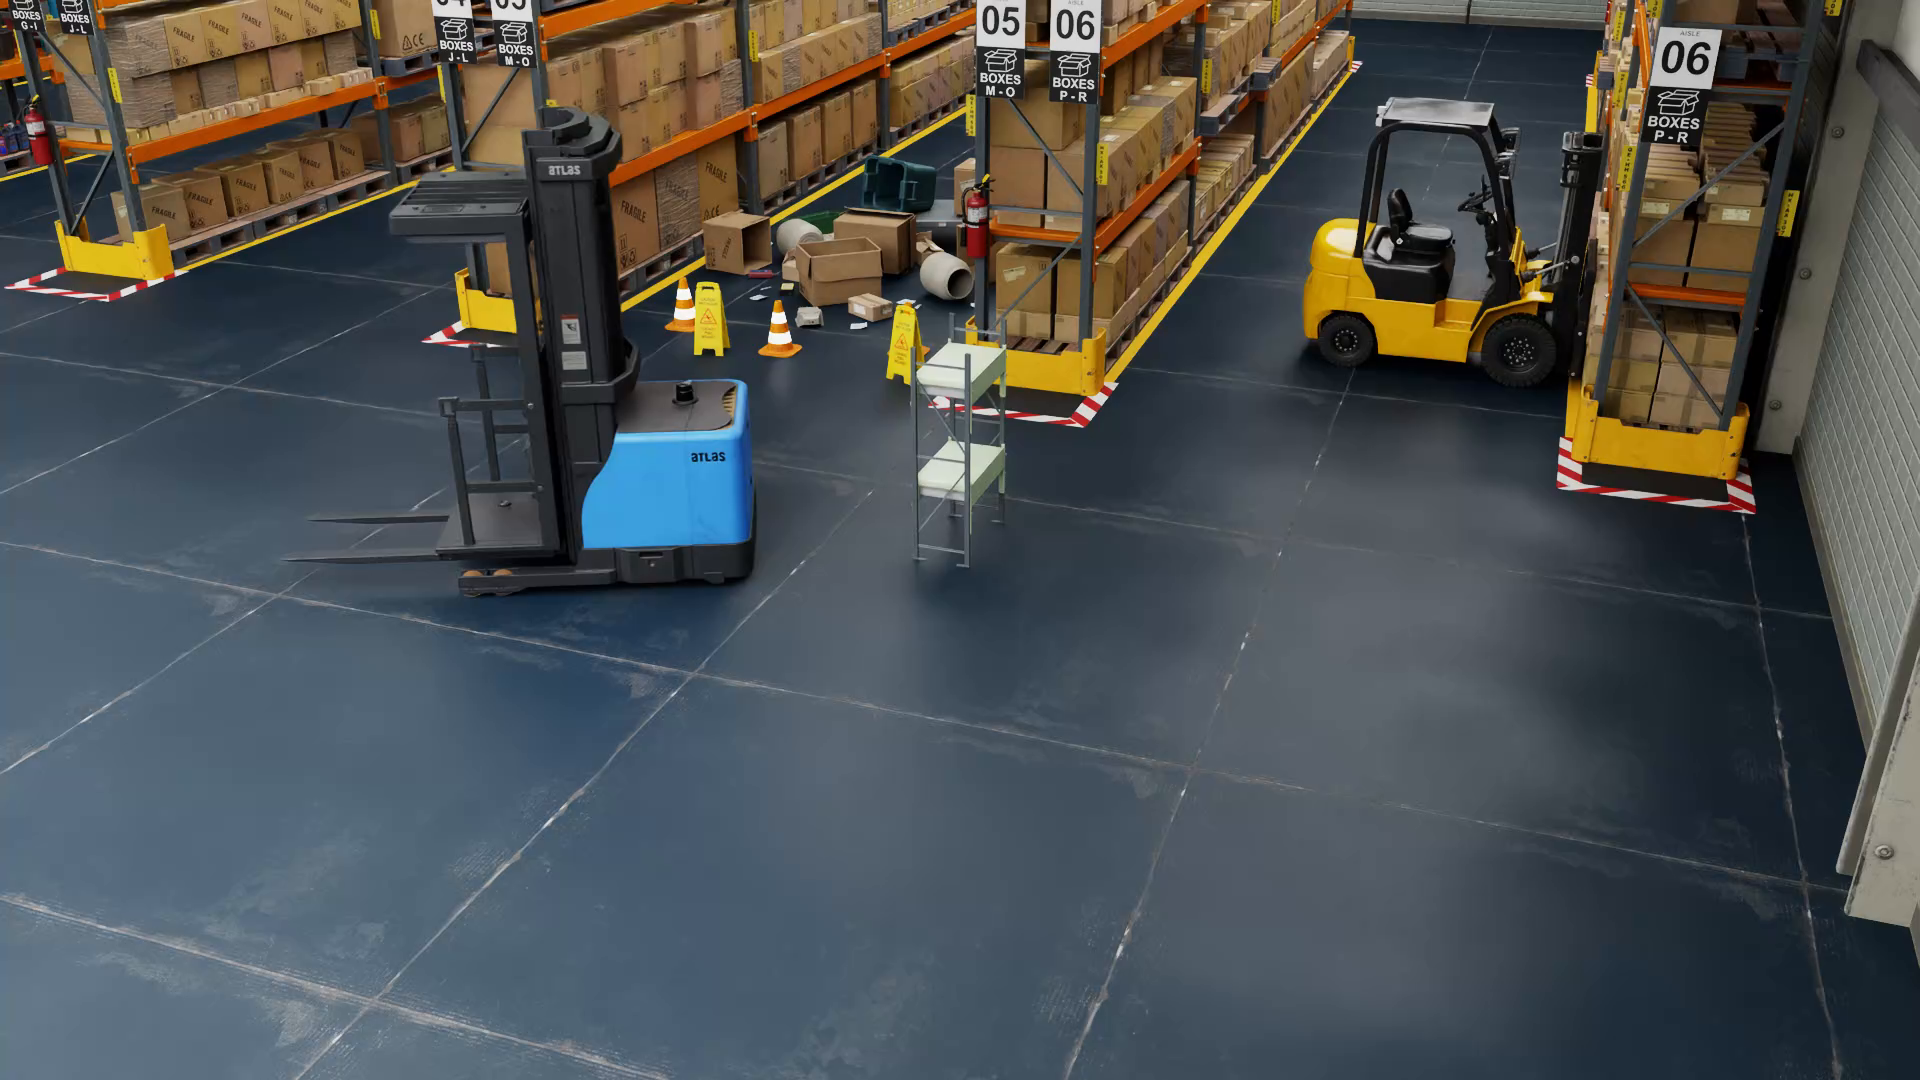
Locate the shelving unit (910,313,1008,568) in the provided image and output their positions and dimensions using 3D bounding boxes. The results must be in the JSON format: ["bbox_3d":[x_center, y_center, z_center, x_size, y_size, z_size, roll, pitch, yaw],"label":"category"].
[{"bbox_3d":[-0.002,-0.672,11.141,0.431,1.500,0.755,9,27,17],"label":"shelving unit"}]

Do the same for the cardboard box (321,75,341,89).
[{"bbox_3d":[-7.427,-5.315,19.297,0.380,0.149,0.250,9,27,17],"label":"cardboard box"}]

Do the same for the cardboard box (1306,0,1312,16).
[{"bbox_3d":[4.530,-7.339,22.789,0.500,0.250,0.500,9,27,19],"label":"cardboard box"}]

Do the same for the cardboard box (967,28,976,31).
[{"bbox_3d":[0.329,-8.272,27.222,0.380,0.149,0.250,9,27,18],"label":"cardboard box"}]

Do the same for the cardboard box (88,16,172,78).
[{"bbox_3d":[-8.292,-4.926,16.602,0.500,0.500,0.500,9,27,17],"label":"cardboard box"}]

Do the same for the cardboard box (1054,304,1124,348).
[{"bbox_3d":[1.143,-1.916,14.663,0.500,0.250,0.500,9,27,17],"label":"cardboard box"}]

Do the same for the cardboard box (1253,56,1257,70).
[{"bbox_3d":[3.235,-5.535,19.270,0.380,0.149,0.250,7,27,15],"label":"cardboard box"}]

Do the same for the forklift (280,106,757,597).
[{"bbox_3d":[-2.899,-1.192,10.572,3.031,2.935,1.130,-2,26,-4],"label":"forklift"}]

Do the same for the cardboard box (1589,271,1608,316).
[{"bbox_3d":[5.477,-2.011,13.710,0.500,0.250,0.500,9,27,18],"label":"cardboard box"}]

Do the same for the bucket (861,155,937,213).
[{"bbox_3d":[-0.628,-3.814,17.921,0.726,0.611,0.620,20,22,35],"label":"bucket"}]

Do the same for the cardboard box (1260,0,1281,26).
[{"bbox_3d":[3.670,-6.623,20.449,0.500,0.500,0.500,8,27,16],"label":"cardboard box"}]

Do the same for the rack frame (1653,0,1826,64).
[{"bbox_3d":[5.295,-4.655,10.762,1.000,3.000,0.127,9,27,17],"label":"rack frame"}]

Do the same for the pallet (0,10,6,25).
[{"bbox_3d":[-18.425,-10.243,32.387,1.003,0.211,1.213,9,27,17],"label":"pallet"}]

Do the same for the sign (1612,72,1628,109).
[{"bbox_3d":[6.112,-4.159,15.384,0.100,0.325,0.005,9,27,17],"label":"sign"}]

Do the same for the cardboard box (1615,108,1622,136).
[{"bbox_3d":[6.549,-3.995,15.882,0.500,0.250,0.500,8,27,16],"label":"cardboard box"}]

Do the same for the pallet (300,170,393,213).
[{"bbox_3d":[-7.591,-4.218,19.943,1.003,0.211,1.213,9,27,17],"label":"pallet"}]

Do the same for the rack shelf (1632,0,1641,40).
[{"bbox_3d":[7.292,-5.447,16.665,1.077,0.370,4.000,9,27,17],"label":"rack shelf"}]

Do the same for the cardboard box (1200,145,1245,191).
[{"bbox_3d":[2.840,-4.432,19.719,0.950,0.372,0.625,8,27,16],"label":"cardboard box"}]

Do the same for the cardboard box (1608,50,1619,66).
[{"bbox_3d":[7.814,-5.644,19.495,0.380,0.149,0.250,9,27,18],"label":"cardboard box"}]

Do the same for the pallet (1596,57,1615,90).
[{"bbox_3d":[8.117,-5.445,19.498,1.213,0.211,1.003,9,27,17],"label":"pallet"}]

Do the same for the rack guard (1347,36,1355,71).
[{"bbox_3d":[5.946,-8.133,27.698,1.175,0.500,0.348,9,27,17],"label":"rack guard"}]

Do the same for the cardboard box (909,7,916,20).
[{"bbox_3d":[-0.820,-7.200,22.709,0.380,0.149,0.250,10,28,20],"label":"cardboard box"}]

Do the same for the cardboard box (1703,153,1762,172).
[{"bbox_3d":[5.898,-2.846,12.709,0.380,0.149,0.250,9,27,18],"label":"cardboard box"}]

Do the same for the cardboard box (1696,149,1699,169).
[{"bbox_3d":[6.250,-3.133,13.644,0.380,0.149,0.250,8,27,16],"label":"cardboard box"}]

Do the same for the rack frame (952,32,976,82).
[{"bbox_3d":[-0.095,-8.281,25.135,1.000,3.000,0.127,9,27,17],"label":"rack frame"}]

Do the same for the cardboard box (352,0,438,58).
[{"bbox_3d":[-7.004,-6.520,20.327,1.000,1.000,1.000,9,27,18],"label":"cardboard box"}]

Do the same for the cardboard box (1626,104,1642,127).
[{"bbox_3d":[5.980,-3.664,14.399,0.380,0.149,0.250,9,27,19],"label":"cardboard box"}]

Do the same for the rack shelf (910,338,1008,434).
[{"bbox_3d":[-0.002,-1.024,10.971,0.431,0.370,0.720,9,27,17],"label":"rack shelf"}]

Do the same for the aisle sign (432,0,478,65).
[{"bbox_3d":[-4.395,-4.534,14.413,0.394,0.787,0.004,9,27,17],"label":"aisle sign"}]

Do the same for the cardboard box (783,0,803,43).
[{"bbox_3d":[-2.260,-6.113,19.395,0.700,0.500,0.500,9,27,18],"label":"cardboard box"}]

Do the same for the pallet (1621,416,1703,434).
[{"bbox_3d":[5.510,-1.021,13.339,1.003,0.211,1.213,9,27,17],"label":"pallet"}]

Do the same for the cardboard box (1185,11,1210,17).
[{"bbox_3d":[2.570,-5.743,18.955,0.500,0.500,0.500,9,27,18],"label":"cardboard box"}]

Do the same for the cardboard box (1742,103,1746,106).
[{"bbox_3d":[6.805,-3.895,14.875,0.380,0.149,0.250,9,27,18],"label":"cardboard box"}]

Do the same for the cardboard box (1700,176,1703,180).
[{"bbox_3d":[6.038,-2.588,13.262,0.500,0.500,0.500,8,27,17],"label":"cardboard box"}]

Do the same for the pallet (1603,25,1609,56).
[{"bbox_3d":[8.920,-6.488,21.651,1.003,0.211,1.213,9,27,17],"label":"pallet"}]

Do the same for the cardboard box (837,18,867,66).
[{"bbox_3d":[-1.490,-6.254,20.833,0.500,0.500,0.500,9,27,17],"label":"cardboard box"}]

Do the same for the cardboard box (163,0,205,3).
[{"bbox_3d":[-8.278,-5.617,18.029,0.500,0.500,0.500,9,27,17],"label":"cardboard box"}]

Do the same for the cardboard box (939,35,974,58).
[{"bbox_3d":[-0.104,-7.340,24.717,0.500,0.250,0.500,8,27,16],"label":"cardboard box"}]

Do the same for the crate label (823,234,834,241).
[{"bbox_3d":[-1.469,-3.198,17.921,0.298,0.136,0.250,-9,27,-18],"label":"crate label"}]

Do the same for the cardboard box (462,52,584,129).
[{"bbox_3d":[-3.928,-4.050,14.985,0.875,0.550,0.550,9,27,17],"label":"cardboard box"}]

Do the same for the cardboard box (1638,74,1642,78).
[{"bbox_3d":[6.839,-4.536,16.541,0.380,0.149,0.250,8,27,16],"label":"cardboard box"}]

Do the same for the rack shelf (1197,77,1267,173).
[{"bbox_3d":[2.610,-4.815,18.803,1.077,0.370,4.000,9,27,17],"label":"rack shelf"}]

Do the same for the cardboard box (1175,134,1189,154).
[{"bbox_3d":[2.048,-3.924,16.425,0.380,0.149,0.250,9,27,19],"label":"cardboard box"}]

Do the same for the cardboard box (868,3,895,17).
[{"bbox_3d":[-1.076,-7.017,21.988,0.380,0.149,0.250,10,28,20],"label":"cardboard box"}]

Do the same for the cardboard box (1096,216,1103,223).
[{"bbox_3d":[0.992,-2.776,14.053,0.380,0.149,0.250,9,27,18],"label":"cardboard box"}]

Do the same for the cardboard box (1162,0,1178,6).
[{"bbox_3d":[1.771,-4.960,15.121,0.380,0.149,0.250,10,27,19],"label":"cardboard box"}]

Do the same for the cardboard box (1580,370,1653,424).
[{"bbox_3d":[5.154,-1.146,13.071,0.500,0.250,0.500,9,27,18],"label":"cardboard box"}]

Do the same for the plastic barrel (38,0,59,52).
[{"bbox_3d":[-11.657,-6.813,21.528,0.600,0.901,0.708,9,27,17],"label":"plastic barrel"}]

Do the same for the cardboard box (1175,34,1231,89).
[{"bbox_3d":[2.537,-5.042,17.507,0.500,0.500,0.500,9,27,18],"label":"cardboard box"}]

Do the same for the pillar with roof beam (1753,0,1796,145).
[{"bbox_3d":[4.314,-7.901,17.465,9.100,9.000,0.400,9,27,17],"label":"pillar with roof beam"}]

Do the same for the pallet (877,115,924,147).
[{"bbox_3d":[-1.165,-5.703,23.011,1.003,0.211,1.213,9,27,17],"label":"pallet"}]

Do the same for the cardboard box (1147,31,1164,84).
[{"bbox_3d":[1.594,-4.797,16.335,0.700,0.500,0.500,8,27,17],"label":"cardboard box"}]

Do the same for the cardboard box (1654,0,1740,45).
[{"bbox_3d":[5.213,-3.802,11.730,0.500,0.500,0.500,10,27,19],"label":"cardboard box"}]

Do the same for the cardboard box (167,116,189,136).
[{"bbox_3d":[-8.214,-4.281,17.161,0.380,0.149,0.250,9,27,17],"label":"cardboard box"}]

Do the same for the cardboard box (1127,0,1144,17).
[{"bbox_3d":[1.209,-4.463,13.639,0.500,0.250,0.500,8,27,17],"label":"cardboard box"}]

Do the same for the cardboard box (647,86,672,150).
[{"bbox_3d":[-3.403,-4.241,16.619,0.875,0.550,0.500,9,27,17],"label":"cardboard box"}]

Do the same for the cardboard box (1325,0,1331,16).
[{"bbox_3d":[5.181,-8.011,24.462,0.500,0.500,0.500,9,27,18],"label":"cardboard box"}]
